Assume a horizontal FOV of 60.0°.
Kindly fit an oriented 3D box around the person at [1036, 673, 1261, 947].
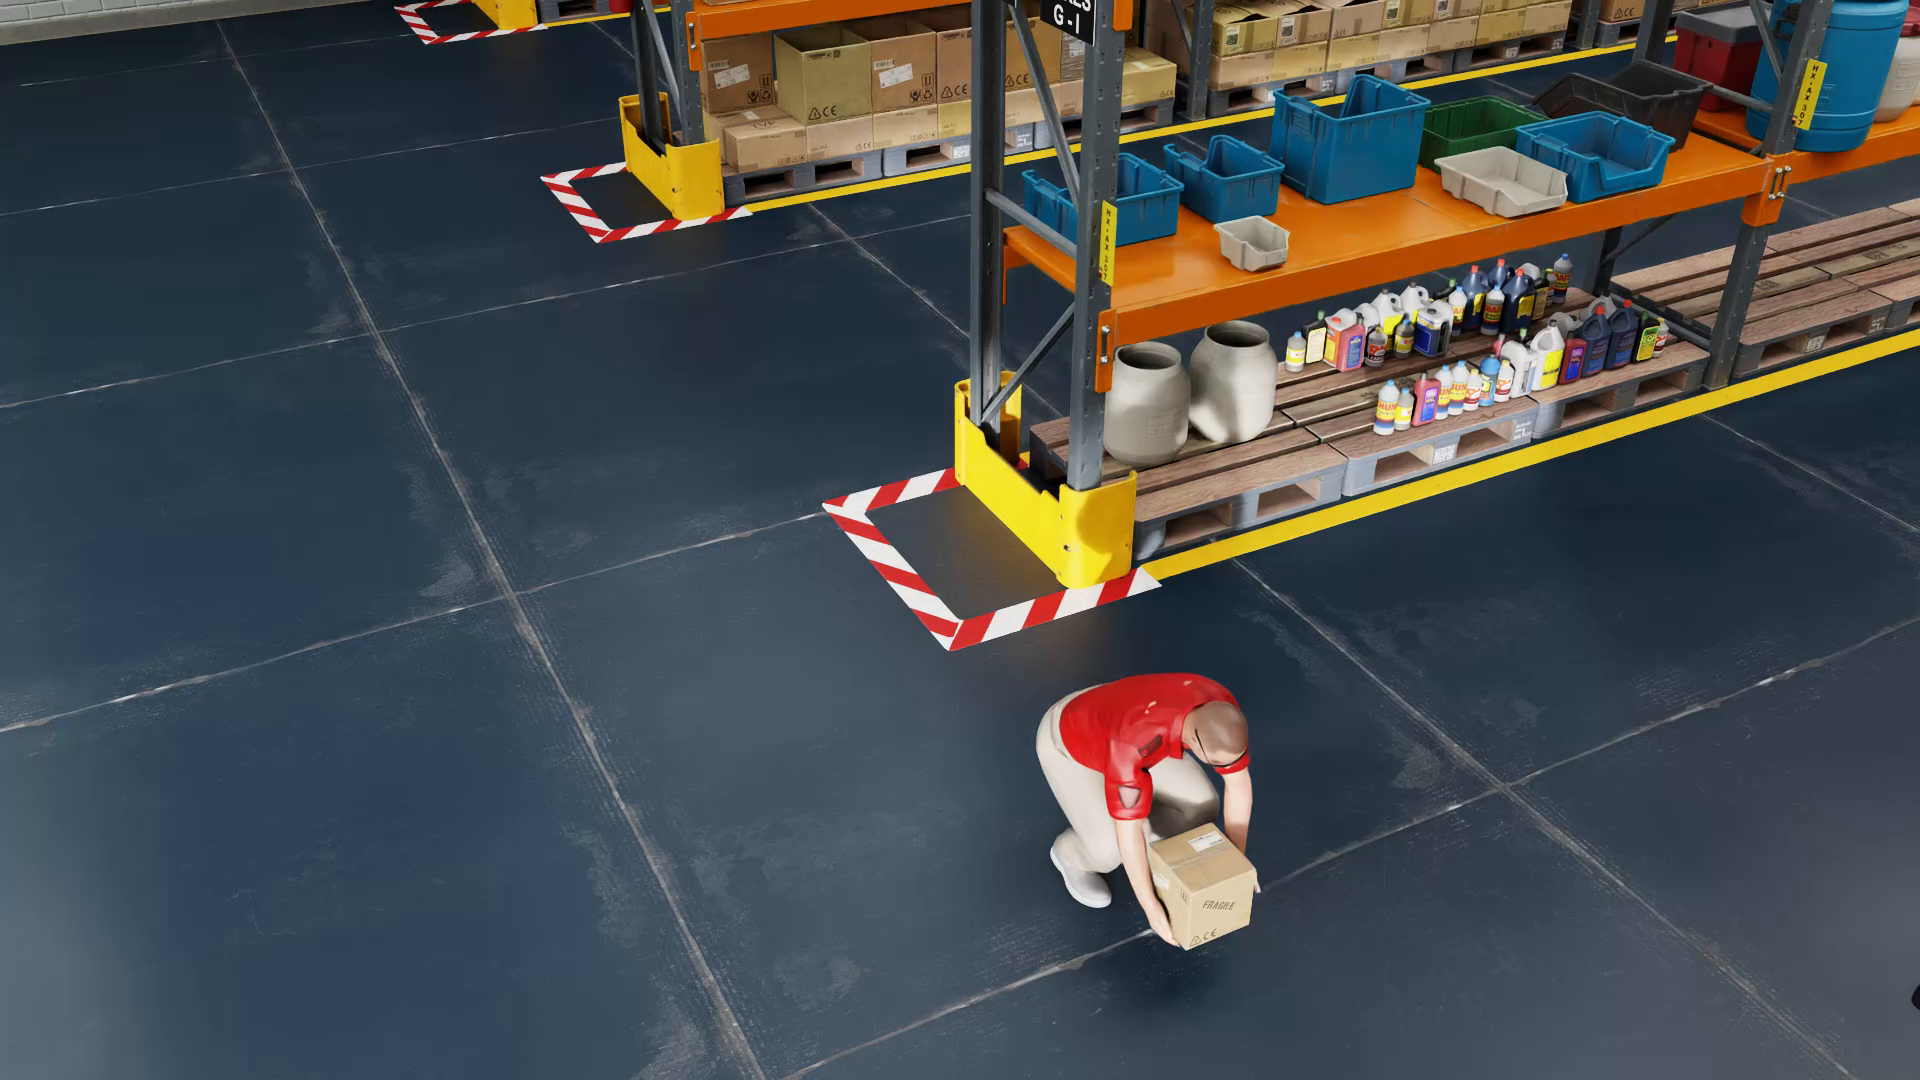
[{"bbox_3d":[0.637,0.803,5.587,0.567,1.002,0.877,-16,36,-23],"label":"person"}]
